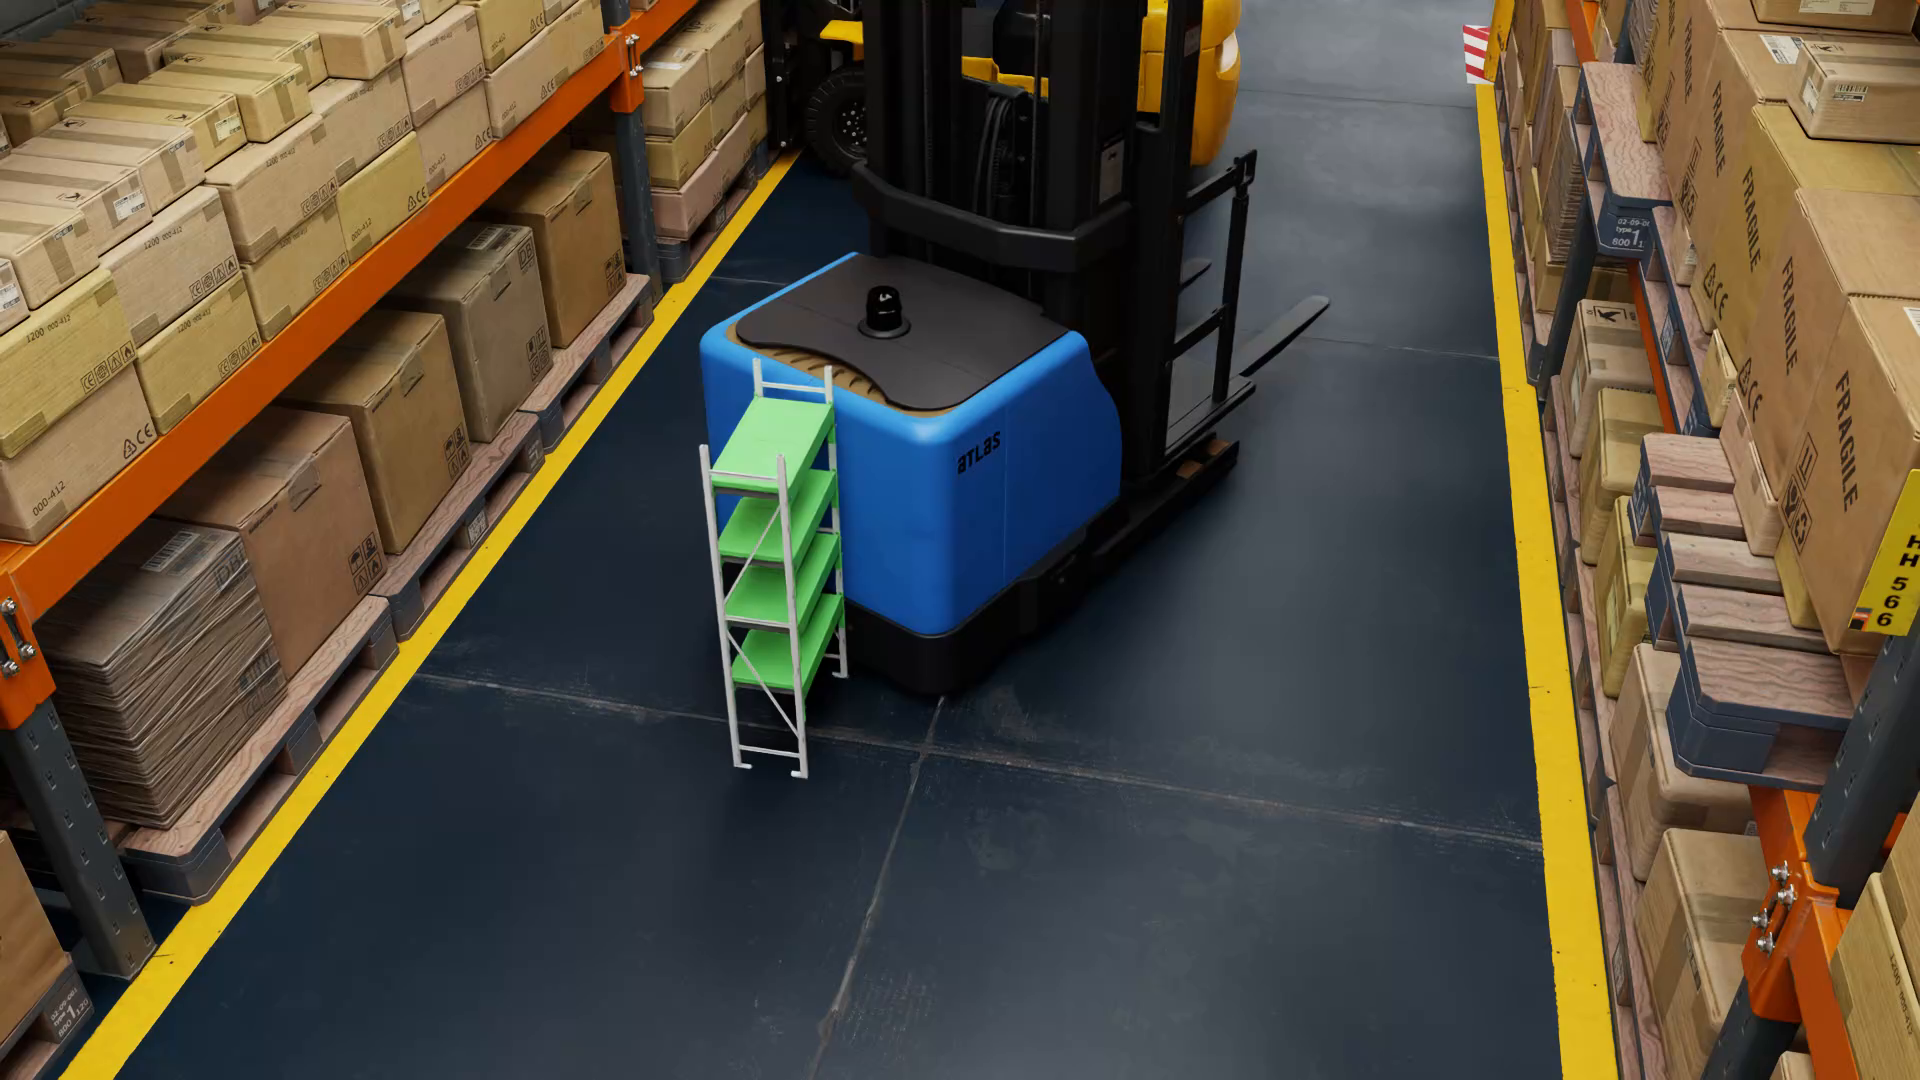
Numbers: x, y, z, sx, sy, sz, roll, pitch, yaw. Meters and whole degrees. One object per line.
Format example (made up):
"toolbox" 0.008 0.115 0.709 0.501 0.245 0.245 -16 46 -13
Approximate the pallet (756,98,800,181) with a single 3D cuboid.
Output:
"pallet" -1.427 -2.411 9.397 1.003 0.211 1.213 7 37 10

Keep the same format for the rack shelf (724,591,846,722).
"rack shelf" -0.547 0.348 5.265 0.258 0.148 0.480 7 36 9

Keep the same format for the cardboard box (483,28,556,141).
"cardboard box" -1.851 -1.717 6.191 0.500 0.250 0.500 7 37 10

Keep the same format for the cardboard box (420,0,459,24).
"cardboard box" -1.938 -1.874 5.642 0.380 0.149 0.250 6 36 9

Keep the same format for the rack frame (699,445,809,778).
"rack frame" -0.596 0.242 4.893 0.240 1.200 0.015 7 36 9

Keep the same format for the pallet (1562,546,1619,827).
"pallet" 2.530 0.509 5.368 1.003 0.211 1.213 7 37 10

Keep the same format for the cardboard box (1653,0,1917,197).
"cardboard box" 2.348 -1.297 4.787 0.500 0.500 0.500 7 37 10

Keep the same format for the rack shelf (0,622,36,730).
"rack shelf" -3.178 1.343 2.454 1.077 0.370 4.000 7 37 10

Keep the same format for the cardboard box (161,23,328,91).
"cardboard box" -2.169 -1.446 5.052 0.380 0.149 0.250 7 37 10

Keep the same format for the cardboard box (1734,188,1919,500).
"cardboard box" 2.024 -0.399 3.548 0.500 0.500 0.500 7 36 9

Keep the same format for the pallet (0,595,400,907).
"pallet" -2.537 0.567 5.288 1.003 0.211 1.213 7 37 10

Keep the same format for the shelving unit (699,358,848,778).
"shelving unit" -0.547 0.102 5.087 0.258 1.200 0.503 7 36 9

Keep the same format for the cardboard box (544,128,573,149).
"cardboard box" -1.993 -1.952 7.947 0.500 0.250 0.500 7 36 9

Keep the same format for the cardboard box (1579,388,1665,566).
"cardboard box" 2.694 -0.161 5.797 0.950 0.372 0.625 10 37 13

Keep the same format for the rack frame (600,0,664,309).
"rack frame" -1.897 -2.388 6.989 1.000 3.000 0.127 7 37 10

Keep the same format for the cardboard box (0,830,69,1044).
"cardboard box" -2.631 1.016 4.064 0.500 0.500 0.500 8 37 11

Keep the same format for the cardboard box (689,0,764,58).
"cardboard box" -1.273 -2.666 8.506 0.500 0.250 0.500 9 37 12

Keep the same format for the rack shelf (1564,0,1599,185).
"rack shelf" 3.381 -2.623 7.927 1.077 0.370 4.000 7 37 10

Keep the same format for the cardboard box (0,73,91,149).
"cardboard box" -2.701 -1.204 4.718 0.380 0.149 0.250 7 37 10

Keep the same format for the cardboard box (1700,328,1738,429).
"cardboard box" 2.042 -0.376 4.070 0.380 0.149 0.250 8 37 11

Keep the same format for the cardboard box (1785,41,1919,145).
"cardboard box" 2.173 -1.042 3.882 0.380 0.149 0.250 6 36 8

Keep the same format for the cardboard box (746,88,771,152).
"cardboard box" -1.282 -2.270 8.812 0.500 0.250 0.500 8 37 11

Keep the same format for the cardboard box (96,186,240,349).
"cardboard box" -2.309 -0.747 4.427 0.500 0.250 0.500 8 37 11

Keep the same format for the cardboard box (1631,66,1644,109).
"cardboard box" 2.527 -1.559 5.701 0.380 0.149 0.250 8 37 11

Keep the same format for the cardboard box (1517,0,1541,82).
"cardboard box" 3.253 -2.680 8.738 0.500 0.500 0.500 6 36 8

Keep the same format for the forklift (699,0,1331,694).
"forklift" 0.444 -1.489 5.807 1.130 2.935 3.031 25 43 30

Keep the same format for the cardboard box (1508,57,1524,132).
"cardboard box" 3.249 -2.399 8.989 0.500 0.250 0.500 9 37 12

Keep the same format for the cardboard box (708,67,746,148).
"cardboard box" -1.386 -2.175 8.254 0.500 0.250 0.500 7 37 10

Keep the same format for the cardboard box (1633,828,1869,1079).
"cardboard box" 2.229 1.096 4.063 0.950 0.372 0.625 5 36 7

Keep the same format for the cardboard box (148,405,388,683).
"cardboard box" -2.473 -0.035 5.408 0.875 0.625 0.625 8 37 11

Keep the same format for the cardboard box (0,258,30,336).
"cardboard box" -2.395 -0.544 3.807 0.380 0.149 0.250 8 37 11

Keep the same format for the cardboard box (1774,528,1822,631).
"cardboard box" 1.926 0.077 3.445 0.380 0.149 0.250 8 37 11

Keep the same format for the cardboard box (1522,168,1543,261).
"cardboard box" 2.921 -1.504 7.754 0.500 0.250 0.500 6 36 9

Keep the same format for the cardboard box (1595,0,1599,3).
"cardboard box" 2.909 -2.511 6.820 0.500 0.500 0.500 9 37 12

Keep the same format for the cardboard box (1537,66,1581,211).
"cardboard box" 2.924 -1.793 7.514 0.500 0.500 0.500 8 37 11

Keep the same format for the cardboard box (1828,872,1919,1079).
"cardboard box" 1.749 0.835 2.670 0.500 0.250 0.500 7 36 9

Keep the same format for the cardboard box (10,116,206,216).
"cardboard box" -2.266 -0.999 4.435 0.380 0.149 0.250 8 37 10

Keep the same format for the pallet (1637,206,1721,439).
"pallet" 2.482 -0.537 4.599 1.003 0.211 1.213 7 37 10

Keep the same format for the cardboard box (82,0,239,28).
"cardboard box" -2.552 -1.648 5.331 0.380 0.149 0.250 8 37 10

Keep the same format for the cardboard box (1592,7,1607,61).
"cardboard box" 2.771 -2.033 6.713 0.380 0.149 0.250 8 37 11

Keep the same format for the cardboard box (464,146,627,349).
"cardboard box" -1.997 -1.296 7.148 0.875 0.625 0.625 9 37 12

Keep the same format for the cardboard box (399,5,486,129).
"cardboard box" -1.969 -1.628 5.642 0.500 0.250 0.500 8 37 11

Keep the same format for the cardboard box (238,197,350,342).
"cardboard box" -2.202 -0.842 4.983 0.500 0.250 0.500 6 36 8

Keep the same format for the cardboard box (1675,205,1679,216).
"cardboard box" 2.328 -0.961 4.877 0.380 0.149 0.250 8 37 10

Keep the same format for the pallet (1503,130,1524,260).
"pallet" 3.321 -1.730 8.457 1.003 0.211 1.213 7 37 10

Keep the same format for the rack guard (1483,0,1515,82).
"rack guard" 3.791 -3.006 9.971 1.175 0.500 0.348 7 37 10
